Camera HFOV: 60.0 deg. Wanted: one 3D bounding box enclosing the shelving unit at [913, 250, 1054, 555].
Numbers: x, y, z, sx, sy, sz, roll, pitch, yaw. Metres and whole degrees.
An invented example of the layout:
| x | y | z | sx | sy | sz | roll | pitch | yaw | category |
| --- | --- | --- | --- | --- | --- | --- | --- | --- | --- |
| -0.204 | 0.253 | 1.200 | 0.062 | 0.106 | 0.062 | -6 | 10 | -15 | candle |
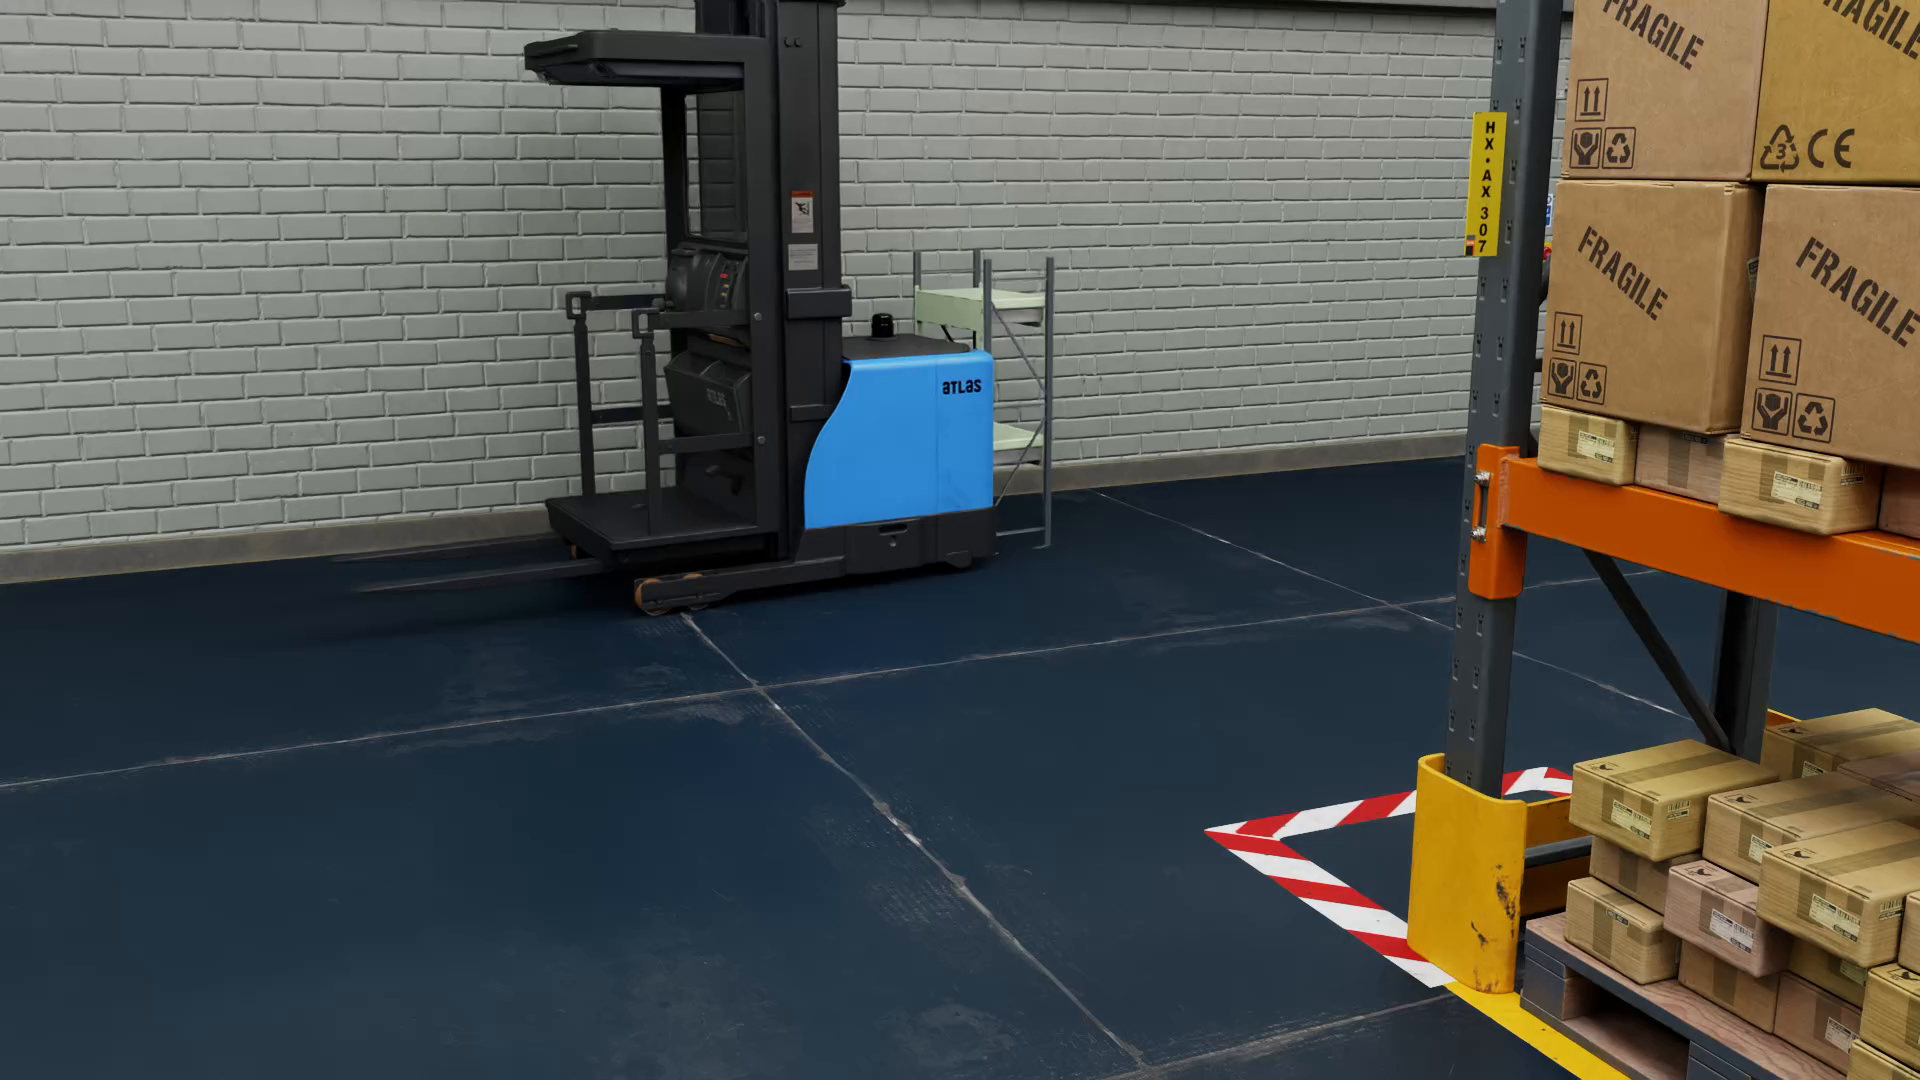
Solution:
| x | y | z | sx | sy | sz | roll | pitch | yaw | category |
| --- | --- | --- | --- | --- | --- | --- | --- | --- | --- |
| 0.114 | -0.745 | 8.762 | 0.431 | 1.500 | 0.755 | -7 | 15 | -29 | shelving unit |

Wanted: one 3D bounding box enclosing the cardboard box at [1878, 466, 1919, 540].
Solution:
| x | y | z | sx | sy | sz | roll | pitch | yaw | category |
| --- | --- | --- | --- | --- | --- | --- | --- | --- | --- |
| 1.973 | -0.080 | 3.119 | 0.380 | 0.149 | 0.250 | -5 | 14 | -20 | cardboard box |

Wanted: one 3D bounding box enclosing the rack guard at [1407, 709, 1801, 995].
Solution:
| x | y | z | sx | sy | sz | roll | pitch | yaw | category |
| --- | --- | --- | --- | --- | --- | --- | --- | --- | --- |
| 1.746 | 0.785 | 4.371 | 1.175 | 0.500 | 0.348 | -6 | 14 | -23 | rack guard |

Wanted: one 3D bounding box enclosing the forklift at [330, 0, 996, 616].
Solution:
| x | y | z | sx | sy | sz | roll | pitch | yaw | category |
| --- | --- | --- | --- | --- | --- | --- | --- | --- | --- |
| -1.360 | -1.226 | 7.667 | 3.031 | 2.935 | 1.130 | -7 | 15 | -28 | forklift |

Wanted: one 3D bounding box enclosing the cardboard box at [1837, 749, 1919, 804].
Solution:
| x | y | z | sx | sy | sz | roll | pitch | yaw | category |
| --- | --- | --- | --- | --- | --- | --- | --- | --- | --- |
| 2.208 | 0.589 | 3.744 | 0.380 | 0.149 | 0.250 | -5 | 14 | -22 | cardboard box |

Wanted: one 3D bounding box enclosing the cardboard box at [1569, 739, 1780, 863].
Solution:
| x | y | z | sx | sy | sz | roll | pitch | yaw | category |
| --- | --- | --- | --- | --- | --- | --- | --- | --- | --- |
| 1.614 | 0.584 | 3.764 | 0.380 | 0.149 | 0.250 | -6 | 14 | -26 | cardboard box |

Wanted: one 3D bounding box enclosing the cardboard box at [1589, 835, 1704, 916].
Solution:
| x | y | z | sx | sy | sz | roll | pitch | yaw | category |
| --- | --- | --- | --- | --- | --- | --- | --- | --- | --- |
| 1.690 | 0.722 | 3.830 | 0.380 | 0.149 | 0.250 | -5 | 14 | -21 | cardboard box |

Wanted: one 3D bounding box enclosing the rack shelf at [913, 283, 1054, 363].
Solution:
| x | y | z | sx | sy | sz | roll | pitch | yaw | category |
| --- | --- | --- | --- | --- | --- | --- | --- | --- | --- |
| 0.114 | -1.125 | 8.674 | 0.431 | 0.370 | 0.720 | -7 | 15 | -29 | rack shelf |

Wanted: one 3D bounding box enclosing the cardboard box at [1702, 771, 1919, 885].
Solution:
| x | y | z | sx | sy | sz | roll | pitch | yaw | category |
| --- | --- | --- | --- | --- | --- | --- | --- | --- | --- |
| 1.835 | 0.631 | 3.565 | 0.380 | 0.149 | 0.250 | -5 | 14 | -22 | cardboard box |

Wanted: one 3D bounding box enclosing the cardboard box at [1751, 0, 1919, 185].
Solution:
| x | y | z | sx | sy | sz | roll | pitch | yaw | category |
| --- | --- | --- | --- | --- | --- | --- | --- | --- | --- |
| 1.860 | -0.909 | 3.048 | 0.500 | 0.500 | 0.500 | -5 | 14 | -21 | cardboard box |

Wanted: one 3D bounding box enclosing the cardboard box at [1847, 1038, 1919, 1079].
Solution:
| x | y | z | sx | sy | sz | roll | pitch | yaw | category |
| --- | --- | --- | --- | --- | --- | --- | --- | --- | --- |
| 1.920 | 1.033 | 3.147 | 0.380 | 0.149 | 0.250 | -5 | 14 | -22 | cardboard box |

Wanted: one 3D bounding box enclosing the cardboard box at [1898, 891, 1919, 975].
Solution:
| x | y | z | sx | sy | sz | roll | pitch | yaw | category |
| --- | --- | --- | --- | --- | --- | --- | --- | --- | --- |
| 1.993 | 0.738 | 3.101 | 0.380 | 0.149 | 0.250 | -6 | 14 | -26 | cardboard box |

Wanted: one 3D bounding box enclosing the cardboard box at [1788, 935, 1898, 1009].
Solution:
| x | y | z | sx | sy | sz | roll | pitch | yaw | category |
| --- | --- | --- | --- | --- | --- | --- | --- | --- | --- |
| 1.927 | 0.826 | 3.380 | 0.380 | 0.149 | 0.250 | -5 | 14 | -22 | cardboard box |

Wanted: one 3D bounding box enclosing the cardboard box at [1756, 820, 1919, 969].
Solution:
| x | y | z | sx | sy | sz | roll | pitch | yaw | category |
| --- | --- | --- | --- | --- | --- | --- | --- | --- | --- |
| 1.818 | 0.694 | 3.290 | 0.380 | 0.149 | 0.250 | -6 | 14 | -23 | cardboard box |

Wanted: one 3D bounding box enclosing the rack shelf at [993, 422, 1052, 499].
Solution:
| x | y | z | sx | sy | sz | roll | pitch | yaw | category |
| --- | --- | --- | --- | --- | --- | --- | --- | --- | --- |
| 0.114 | -0.427 | 8.835 | 0.431 | 0.370 | 0.720 | -7 | 15 | -29 | rack shelf |

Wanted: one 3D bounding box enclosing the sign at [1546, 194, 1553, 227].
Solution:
| x | y | z | sx | sy | sz | roll | pitch | yaw | category |
| --- | --- | --- | --- | --- | --- | --- | --- | --- | --- |
| 3.862 | -2.220 | 11.209 | 0.327 | 0.218 | 0.001 | -6 | 14 | -23 | sign |

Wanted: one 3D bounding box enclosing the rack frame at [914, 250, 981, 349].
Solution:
| x | y | z | sx | sy | sz | roll | pitch | yaw | category |
| --- | --- | --- | --- | --- | --- | --- | --- | --- | --- |
| -0.068 | -0.816 | 9.071 | 0.400 | 1.500 | 0.023 | -7 | 15 | -29 | rack frame |

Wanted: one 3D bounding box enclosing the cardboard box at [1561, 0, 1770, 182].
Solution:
| x | y | z | sx | sy | sz | roll | pitch | yaw | category |
| --- | --- | --- | --- | --- | --- | --- | --- | --- | --- |
| 1.652 | -1.013 | 3.496 | 0.500 | 0.500 | 0.500 | -6 | 14 | -23 | cardboard box |

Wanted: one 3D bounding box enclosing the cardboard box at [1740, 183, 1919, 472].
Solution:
| x | y | z | sx | sy | sz | roll | pitch | yaw | category |
| --- | --- | --- | --- | --- | --- | --- | --- | --- | --- |
| 1.880 | -0.417 | 3.136 | 0.500 | 0.500 | 0.500 | -6 | 14 | -23 | cardboard box |

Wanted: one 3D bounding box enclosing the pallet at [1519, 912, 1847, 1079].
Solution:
| x | y | z | sx | sy | sz | roll | pitch | yaw | category |
| --- | --- | --- | --- | --- | --- | --- | --- | --- | --- |
| 2.039 | 1.096 | 3.665 | 1.003 | 0.211 | 1.213 | -6 | 14 | -23 | pallet |

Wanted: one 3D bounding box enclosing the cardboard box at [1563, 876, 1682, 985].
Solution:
| x | y | z | sx | sy | sz | roll | pitch | yaw | category |
| --- | --- | --- | --- | --- | --- | --- | --- | --- | --- |
| 1.632 | 0.872 | 3.839 | 0.380 | 0.149 | 0.250 | -5 | 14 | -22 | cardboard box |

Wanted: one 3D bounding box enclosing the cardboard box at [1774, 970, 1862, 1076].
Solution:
| x | y | z | sx | sy | sz | roll | pitch | yaw | category |
| --- | --- | --- | --- | --- | --- | --- | --- | --- | --- |
| 1.918 | 0.970 | 3.418 | 0.380 | 0.149 | 0.250 | -5 | 14 | -22 | cardboard box |

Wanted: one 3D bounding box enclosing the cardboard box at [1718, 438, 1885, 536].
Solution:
| x | y | z | sx | sy | sz | roll | pitch | yaw | category |
| --- | --- | --- | --- | --- | --- | --- | --- | --- | --- |
| 1.744 | -0.121 | 3.297 | 0.380 | 0.149 | 0.250 | -6 | 14 | -25 | cardboard box |

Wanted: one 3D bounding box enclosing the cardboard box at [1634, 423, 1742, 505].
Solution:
| x | y | z | sx | sy | sz | roll | pitch | yaw | category |
| --- | --- | --- | --- | --- | --- | --- | --- | --- | --- |
| 1.685 | -0.181 | 3.558 | 0.380 | 0.149 | 0.250 | -5 | 14 | -21 | cardboard box |

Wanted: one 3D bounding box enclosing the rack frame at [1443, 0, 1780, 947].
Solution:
| x | y | z | sx | sy | sz | roll | pitch | yaw | category |
| --- | --- | --- | --- | --- | --- | --- | --- | --- | --- |
| 1.715 | -0.449 | 4.157 | 1.000 | 3.000 | 0.127 | -6 | 14 | -23 | rack frame |

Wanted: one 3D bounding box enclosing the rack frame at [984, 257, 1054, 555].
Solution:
| x | y | z | sx | sy | sz | roll | pitch | yaw | category |
| --- | --- | --- | --- | --- | --- | --- | --- | --- | --- |
| 0.296 | -0.673 | 8.452 | 0.400 | 1.500 | 0.023 | -7 | 15 | -29 | rack frame |

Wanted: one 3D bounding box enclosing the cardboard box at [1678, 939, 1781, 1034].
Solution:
| x | y | z | sx | sy | sz | roll | pitch | yaw | category |
| --- | --- | --- | --- | --- | --- | --- | --- | --- | --- |
| 1.812 | 0.919 | 3.637 | 0.380 | 0.149 | 0.250 | -6 | 14 | -23 | cardboard box |

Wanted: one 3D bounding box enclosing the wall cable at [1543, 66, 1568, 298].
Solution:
| x | y | z | sx | sy | sz | roll | pitch | yaw | category |
| --- | --- | --- | --- | --- | --- | --- | --- | --- | --- |
| 3.930 | -2.590 | 11.086 | 0.585 | 1.953 | 0.123 | -6 | 14 | -23 | wall cable |

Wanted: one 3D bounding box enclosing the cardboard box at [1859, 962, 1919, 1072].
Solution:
| x | y | z | sx | sy | sz | roll | pitch | yaw | category |
| --- | --- | --- | --- | --- | --- | --- | --- | --- | --- |
| 1.931 | 0.889 | 3.108 | 0.380 | 0.149 | 0.250 | -5 | 14 | -21 | cardboard box |

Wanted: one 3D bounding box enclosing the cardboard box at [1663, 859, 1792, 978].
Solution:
| x | y | z | sx | sy | sz | roll | pitch | yaw | category |
| --- | --- | --- | --- | --- | --- | --- | --- | --- | --- |
| 1.748 | 0.784 | 3.564 | 0.380 | 0.149 | 0.250 | -6 | 14 | -23 | cardboard box |

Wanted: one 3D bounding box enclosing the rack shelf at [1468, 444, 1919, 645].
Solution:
| x | y | z | sx | sy | sz | roll | pitch | yaw | category |
| --- | --- | --- | --- | --- | --- | --- | --- | --- | --- |
| 2.517 | 0.315 | 2.453 | 1.077 | 0.370 | 4.000 | -6 | 14 | -23 | rack shelf |

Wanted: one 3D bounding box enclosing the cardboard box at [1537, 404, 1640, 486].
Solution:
| x | y | z | sx | sy | sz | roll | pitch | yaw | category |
| --- | --- | --- | --- | --- | --- | --- | --- | --- | --- |
| 1.545 | -0.230 | 3.769 | 0.380 | 0.149 | 0.250 | -6 | 14 | -23 | cardboard box |

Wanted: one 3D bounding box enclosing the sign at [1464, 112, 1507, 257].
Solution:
| x | y | z | sx | sy | sz | roll | pitch | yaw | category |
| --- | --- | --- | --- | --- | --- | --- | --- | --- | --- |
| 1.218 | -0.822 | 3.848 | 0.100 | 0.325 | 0.005 | -6 | 14 | -23 | sign |

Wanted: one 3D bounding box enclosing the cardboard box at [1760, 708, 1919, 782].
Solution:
| x | y | z | sx | sy | sz | roll | pitch | yaw | category |
| --- | --- | --- | --- | --- | --- | --- | --- | --- | --- |
| 2.160 | 0.532 | 3.991 | 0.380 | 0.149 | 0.250 | -5 | 14 | -22 | cardboard box |

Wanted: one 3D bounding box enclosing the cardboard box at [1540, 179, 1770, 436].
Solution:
| x | y | z | sx | sy | sz | roll | pitch | yaw | category |
| --- | --- | --- | --- | --- | --- | --- | --- | --- | --- |
| 1.642 | -0.525 | 3.604 | 0.500 | 0.500 | 0.500 | -5 | 14 | -20 | cardboard box |
